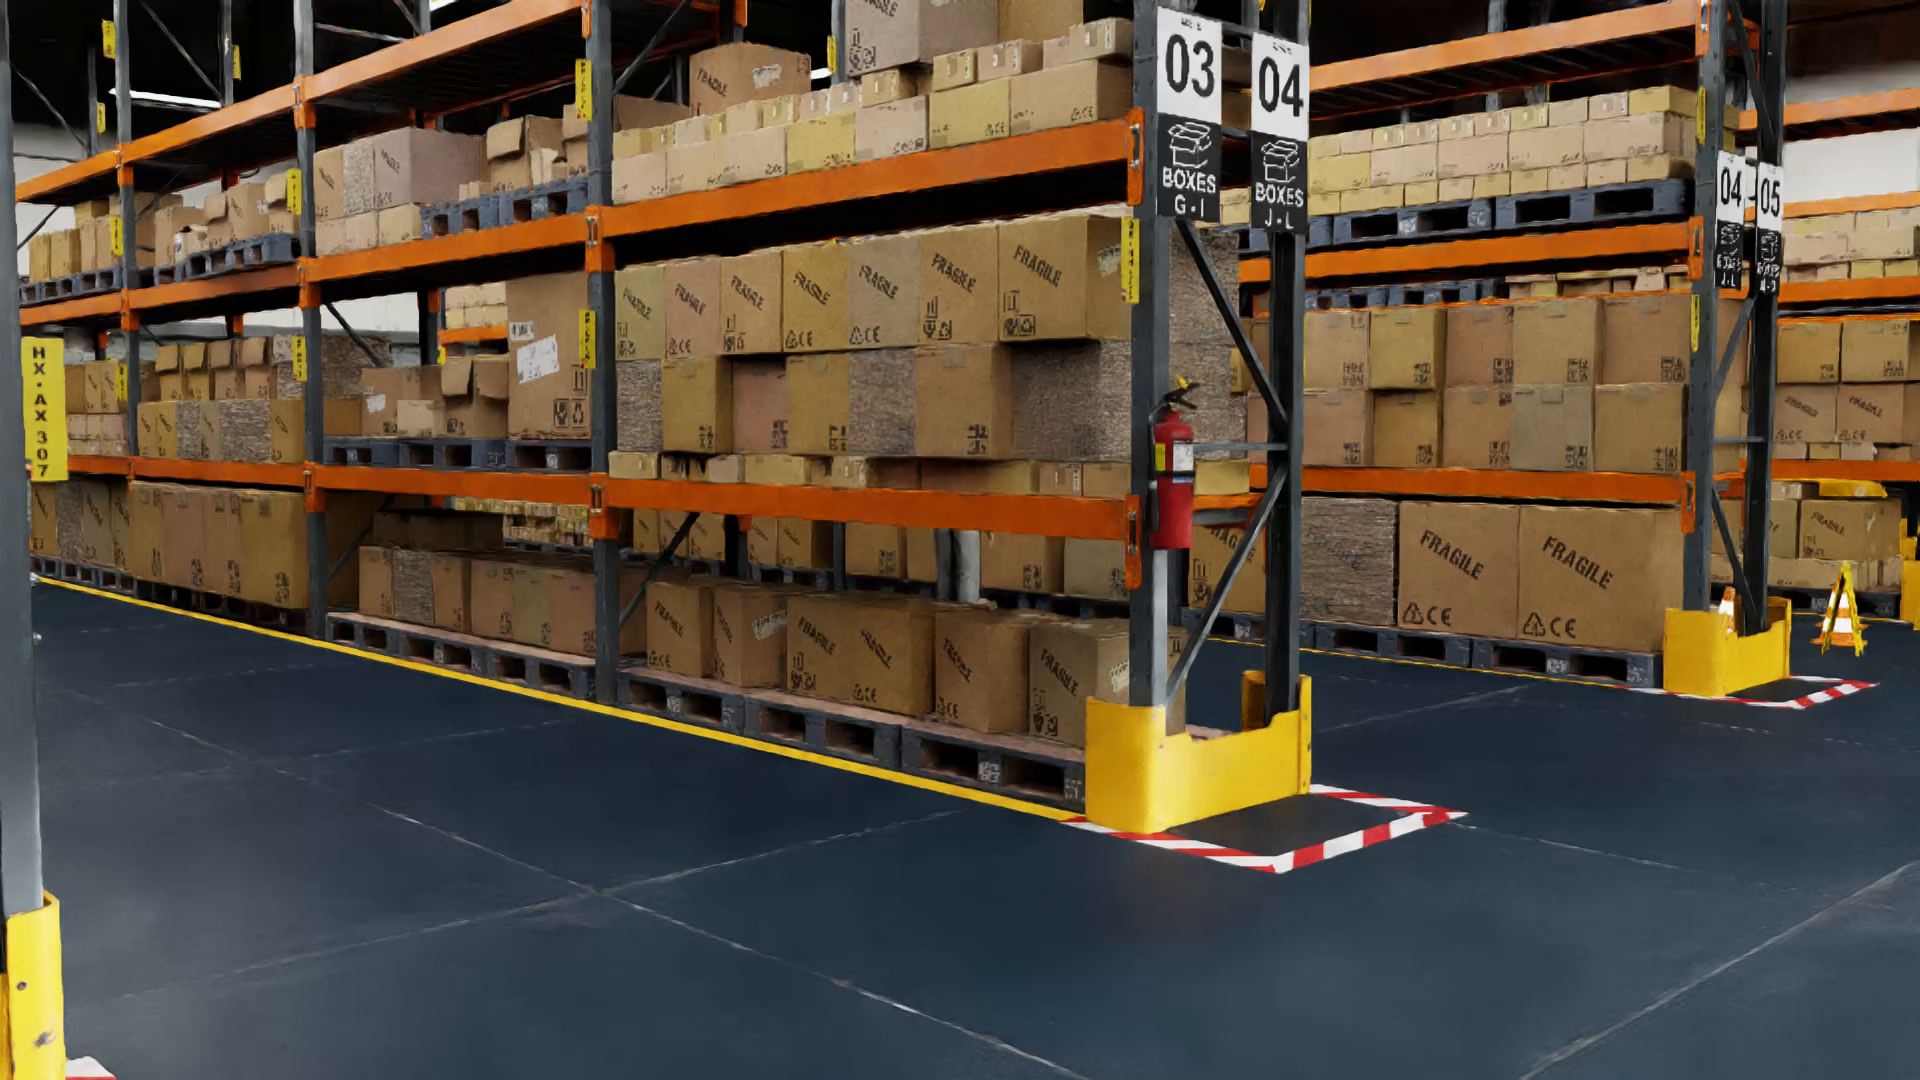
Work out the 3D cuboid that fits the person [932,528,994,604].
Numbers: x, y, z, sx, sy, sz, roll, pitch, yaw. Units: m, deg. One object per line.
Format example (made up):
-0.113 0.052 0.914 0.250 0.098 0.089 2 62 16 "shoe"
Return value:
0.038 -0.089 11.963 0.507 1.678 0.493 2 4 21 "person"
